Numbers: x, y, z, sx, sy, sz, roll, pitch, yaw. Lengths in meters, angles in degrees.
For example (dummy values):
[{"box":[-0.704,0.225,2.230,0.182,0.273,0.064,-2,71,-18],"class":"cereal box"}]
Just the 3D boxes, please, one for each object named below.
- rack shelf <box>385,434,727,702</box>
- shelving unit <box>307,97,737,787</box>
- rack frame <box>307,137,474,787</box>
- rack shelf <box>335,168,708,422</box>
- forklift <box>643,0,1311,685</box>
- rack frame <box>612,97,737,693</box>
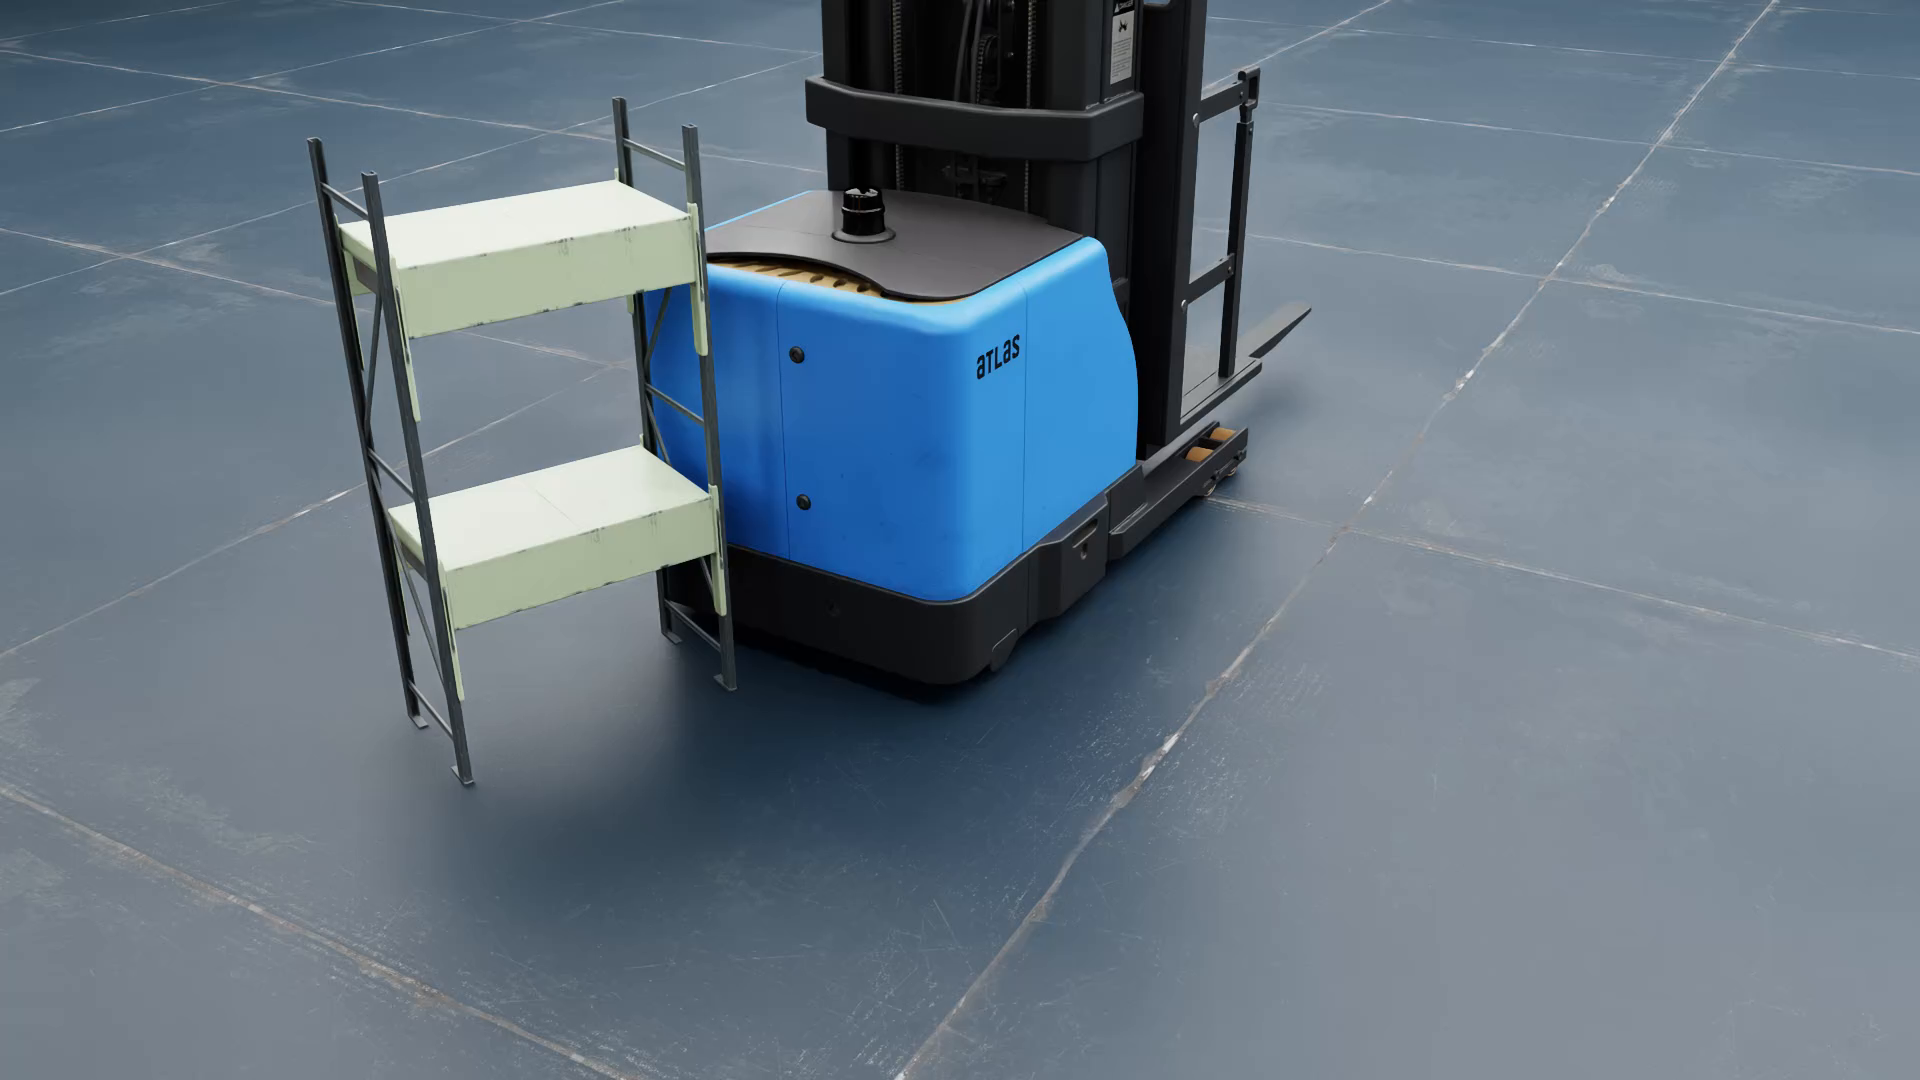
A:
[{"box":[-1.018,0.050,4.203,0.720,0.370,0.431,-18,32,-32],"class":"rack shelf"},{"box":[-1.018,-0.242,4.057,0.755,1.500,0.431,-18,32,-32],"class":"shelving unit"},{"box":[-1.314,-0.145,3.864,0.023,1.500,0.400,-18,32,-32],"class":"rack frame"},{"box":[-1.018,-0.591,3.882,0.720,0.370,0.431,-18,32,-32],"class":"rack shelf"},{"box":[0.328,-1.551,5.074,1.130,2.935,3.031,15,30,28],"class":"forklift"},{"box":[-0.722,-0.338,4.250,0.023,1.500,0.400,-18,32,-32],"class":"rack frame"}]
